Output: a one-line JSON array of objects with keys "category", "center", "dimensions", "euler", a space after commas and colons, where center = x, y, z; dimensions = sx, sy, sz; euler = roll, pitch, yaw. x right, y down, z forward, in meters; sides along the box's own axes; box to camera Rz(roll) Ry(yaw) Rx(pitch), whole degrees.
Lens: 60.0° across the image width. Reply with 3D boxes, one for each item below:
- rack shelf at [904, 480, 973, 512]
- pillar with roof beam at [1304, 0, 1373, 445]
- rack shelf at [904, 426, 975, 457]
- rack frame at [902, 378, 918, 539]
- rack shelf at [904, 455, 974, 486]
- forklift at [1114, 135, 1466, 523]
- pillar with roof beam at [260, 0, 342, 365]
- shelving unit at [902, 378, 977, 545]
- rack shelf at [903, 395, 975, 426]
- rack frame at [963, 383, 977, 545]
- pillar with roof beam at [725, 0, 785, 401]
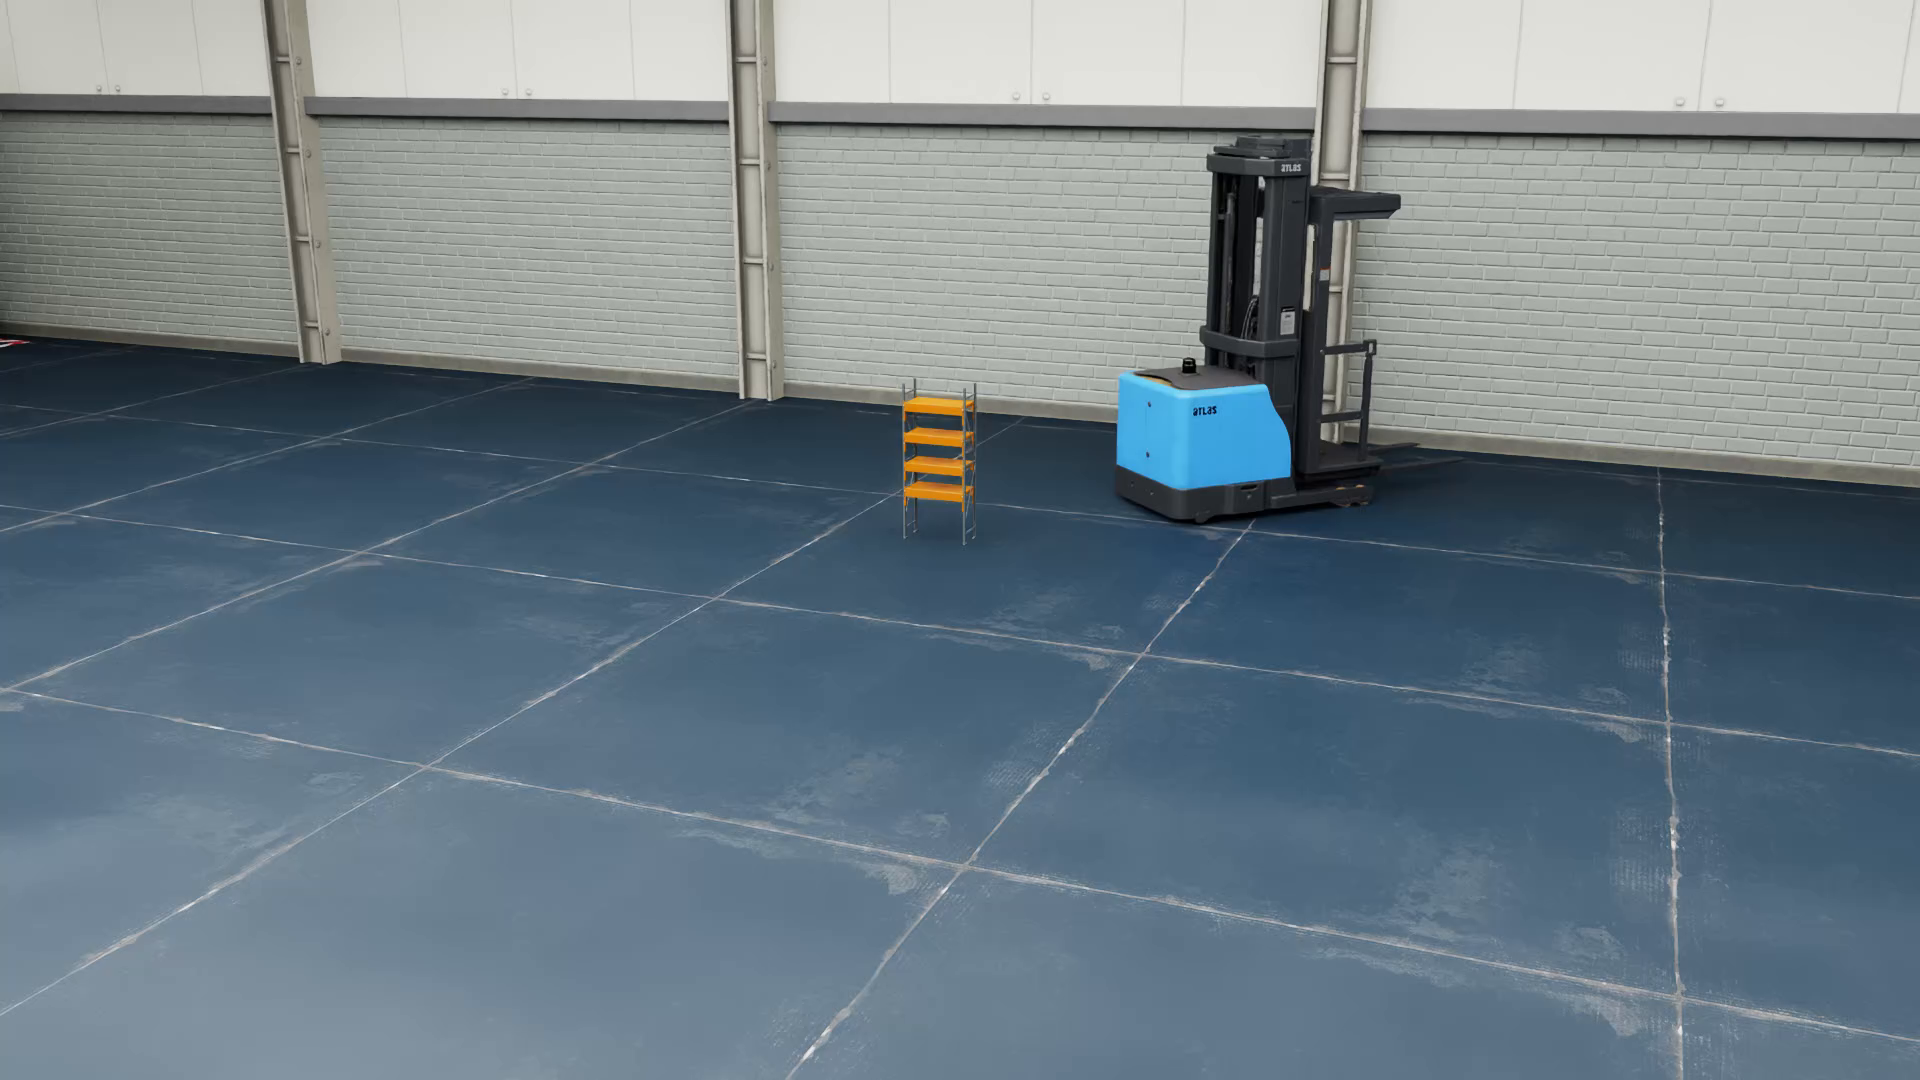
[{"category": "rack shelf", "center": [-0.154, -0.338, 12.639], "dimensions": [0.480, 0.148, 0.258], "euler": [6, 17, 21]}, {"category": "pillar with roof beam", "center": [1.861, -4.138, 10.788], "dimensions": [0.400, 9.000, 9.100], "euler": [6, 17, 21]}, {"category": "rack shelf", "center": [-0.154, -0.743, 12.521], "dimensions": [0.480, 0.148, 0.258], "euler": [6, 17, 21]}, {"category": "rack frame", "center": [-0.381, -0.618, 12.651], "dimensions": [0.015, 1.200, 0.240], "euler": [6, 17, 21]}, {"category": "rack shelf", "center": [-0.154, -0.529, 12.583], "dimensions": [0.480, 0.148, 0.258], "euler": [6, 17, 21]}, {"category": "forklift", "center": [2.837, -1.798, 13.609], "dimensions": [3.031, 2.935, 1.130], "euler": [-7, 18, -24]}, {"category": "pillar with roof beam", "center": [-9.302, -5.366, 15.016], "dimensions": [0.400, 9.000, 9.100], "euler": [6, 17, 21]}, {"category": "shelving unit", "center": [-0.154, -0.593, 12.565], "dimensions": [0.503, 1.200, 0.258], "euler": [6, 17, 21]}, {"category": "rack shelf", "center": [-0.154, -0.971, 12.455], "dimensions": [0.480, 0.148, 0.258], "euler": [6, 17, 21]}, {"category": "rack frame", "center": [0.073, -0.568, 12.479], "dimensions": [0.015, 1.200, 0.240], "euler": [6, 17, 21]}, {"category": "pillar with roof beam", "center": [-3.720, -4.752, 12.902], "dimensions": [0.400, 9.000, 9.100], "euler": [6, 17, 21]}]
